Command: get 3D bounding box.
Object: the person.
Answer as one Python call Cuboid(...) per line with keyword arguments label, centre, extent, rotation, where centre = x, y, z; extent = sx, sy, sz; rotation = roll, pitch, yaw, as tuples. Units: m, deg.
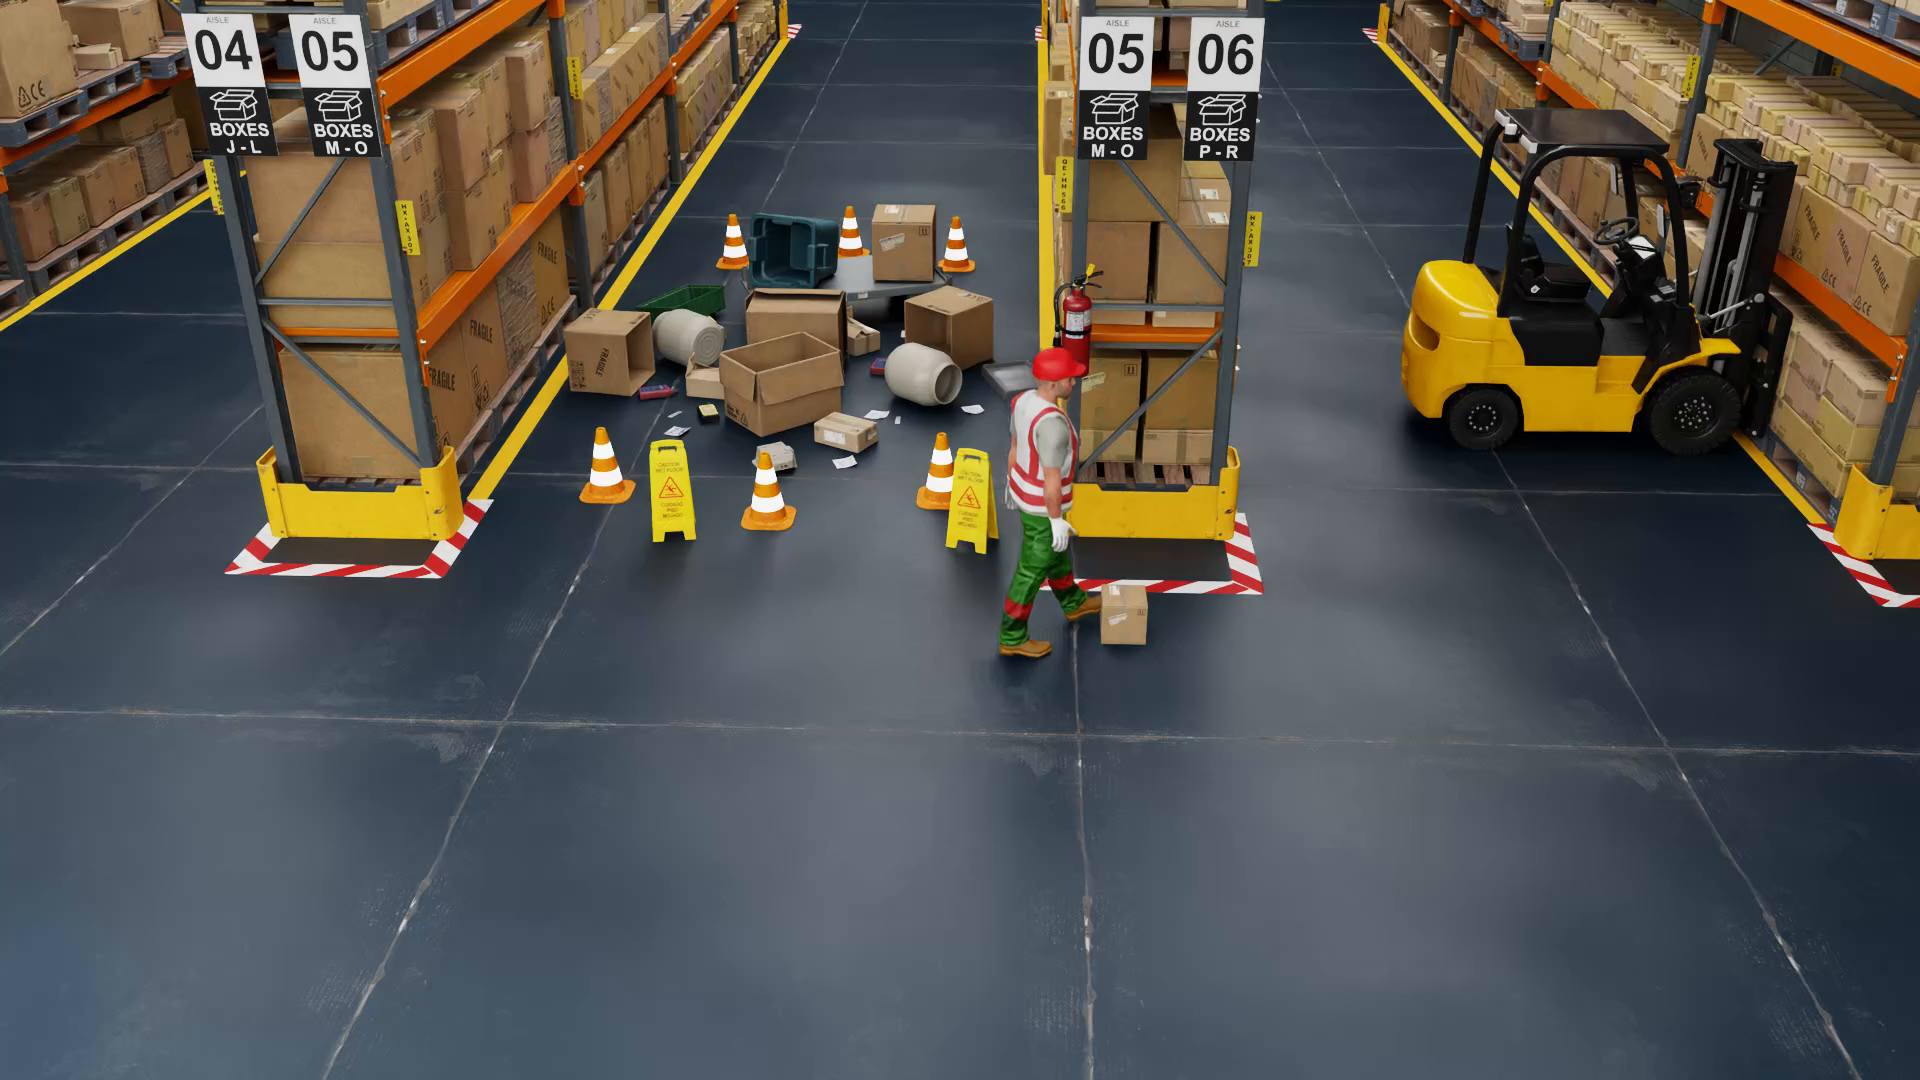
Cuboid(label="person", centre=(0.570, -0.220, 9.007), extent=(0.768, 1.779, 0.619), rotation=(-8, 29, -14))
